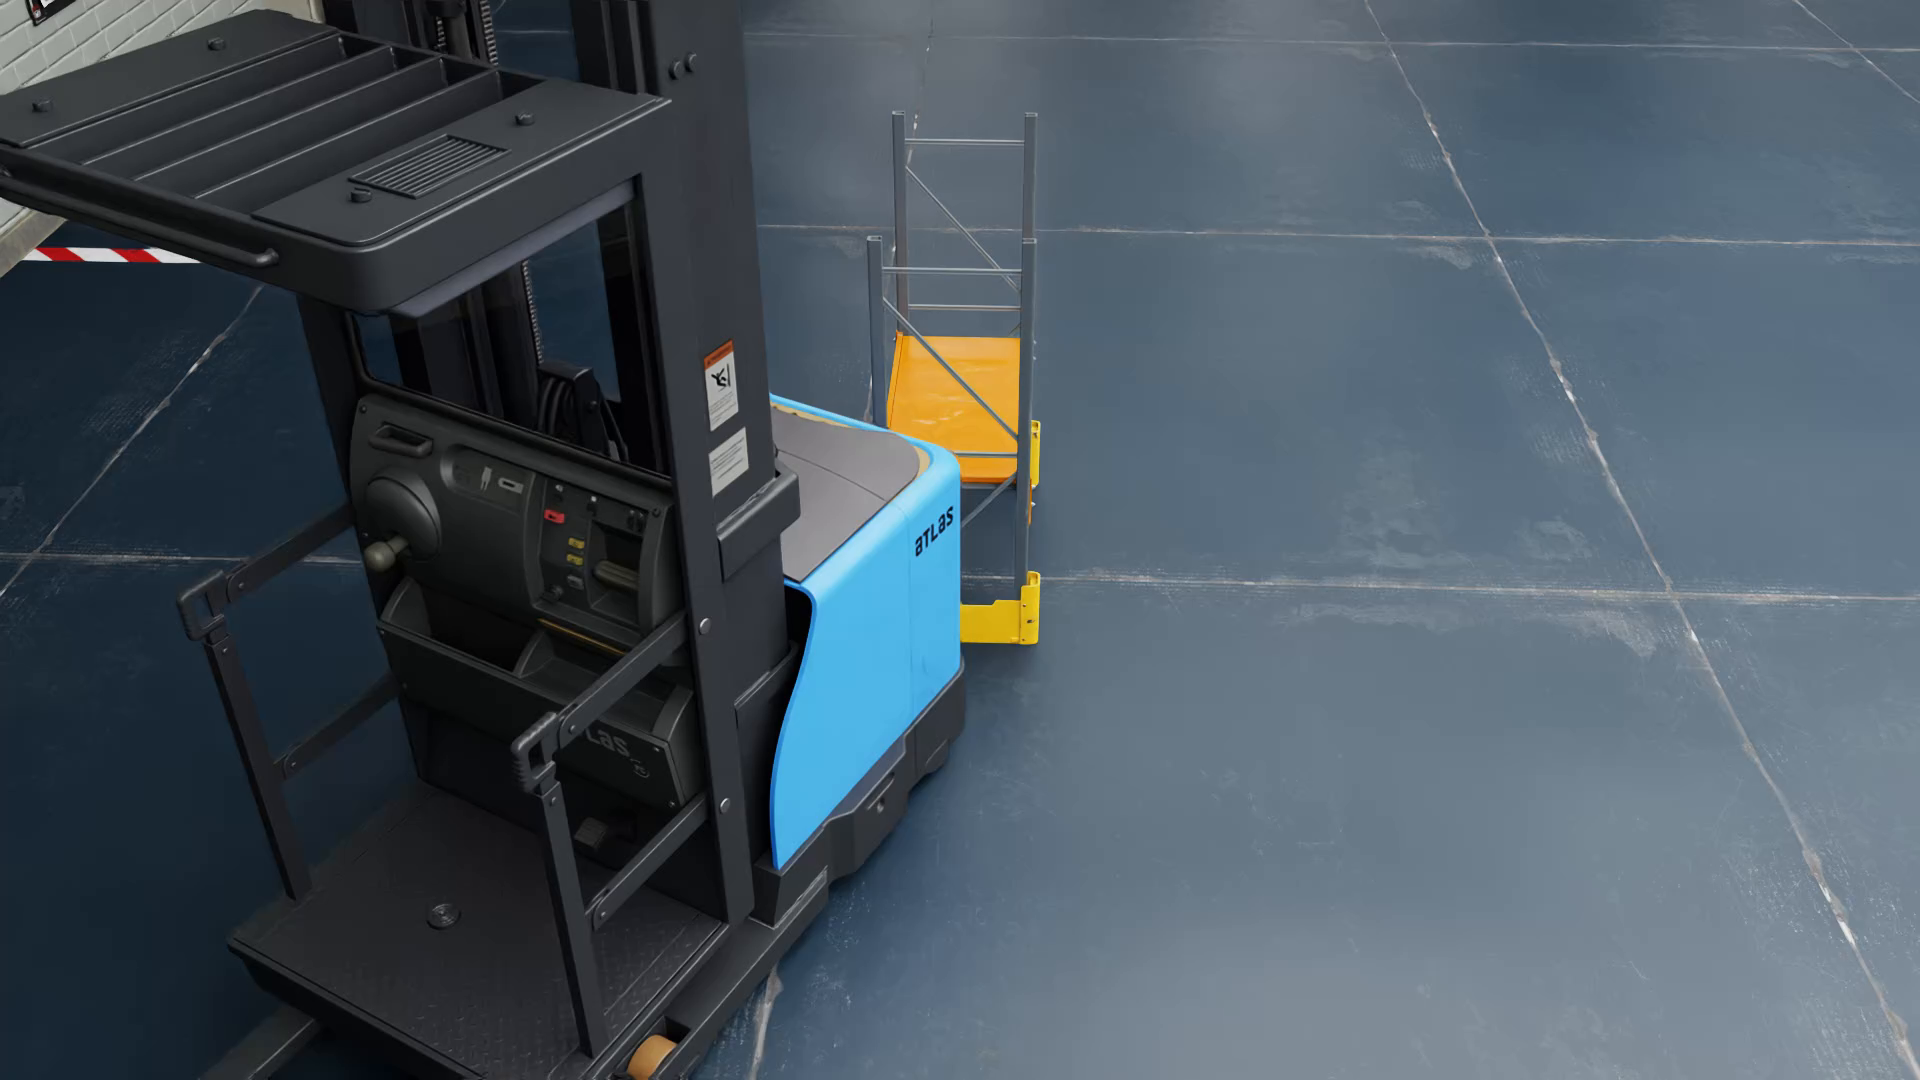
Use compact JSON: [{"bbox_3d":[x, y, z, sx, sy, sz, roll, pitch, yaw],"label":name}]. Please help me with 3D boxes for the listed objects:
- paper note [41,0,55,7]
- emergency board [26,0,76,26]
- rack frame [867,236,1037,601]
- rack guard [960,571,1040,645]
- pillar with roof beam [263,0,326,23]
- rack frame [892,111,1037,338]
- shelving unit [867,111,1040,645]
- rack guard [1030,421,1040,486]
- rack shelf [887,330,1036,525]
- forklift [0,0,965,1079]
[{"bbox_3d":[-4.594,-2.769,8.348,0.016,0.148,0.142,1,35,2],"label":"paper note"},{"bbox_3d":[-4.536,-3.225,8.231,0.157,1.169,0.626,1,35,2],"label":"emergency board"},{"bbox_3d":[-0.024,-0.273,5.333,0.500,1.500,0.032,1,35,2],"label":"rack frame"},{"bbox_3d":[-0.023,0.228,5.709,0.587,0.250,0.087,1,35,2],"label":"rack guard"},{"bbox_3d":[-0.079,-7.004,8.390,9.100,9.000,0.400,1,35,2],"label":"pillar with roof beam"},{"bbox_3d":[0.017,-0.857,6.165,0.500,1.500,0.032,1,35,2],"label":"rack frame"},{"bbox_3d":[-0.003,-0.570,5.756,0.587,1.500,1.083,1,35,2],"label":"shelving unit"},{"bbox_3d":[0.017,-0.345,6.523,0.587,0.250,0.087,1,35,2],"label":"rack guard"},{"bbox_3d":[-0.003,-0.417,5.852,0.538,0.185,1.000,1,35,2],"label":"rack shelf"},{"bbox_3d":[-1.155,0.020,3.673,1.130,2.935,3.031,18,39,24],"label":"forklift"}]
